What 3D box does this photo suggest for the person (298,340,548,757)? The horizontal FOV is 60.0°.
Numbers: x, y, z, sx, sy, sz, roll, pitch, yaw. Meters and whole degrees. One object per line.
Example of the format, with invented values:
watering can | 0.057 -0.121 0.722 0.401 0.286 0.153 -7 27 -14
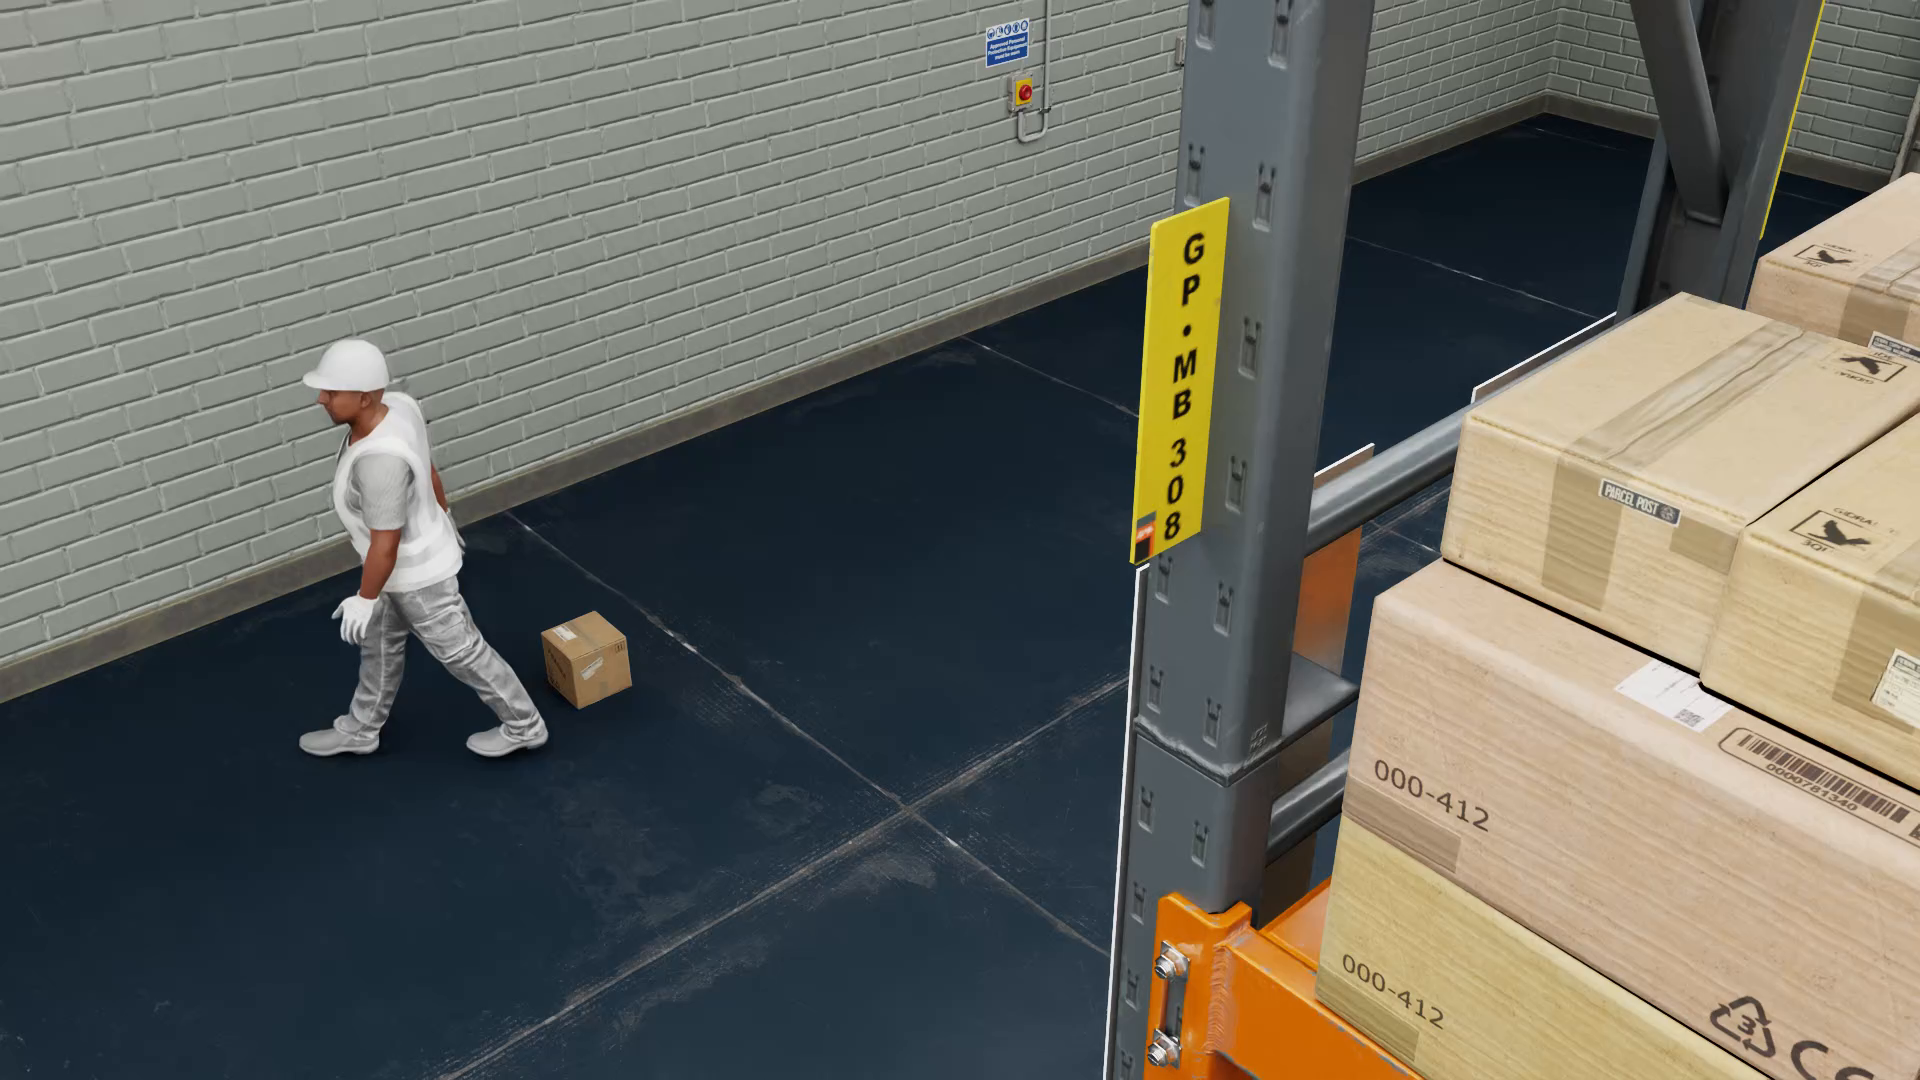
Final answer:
person | -2.047 0.092 5.928 0.914 1.741 0.586 -11 33 -17
